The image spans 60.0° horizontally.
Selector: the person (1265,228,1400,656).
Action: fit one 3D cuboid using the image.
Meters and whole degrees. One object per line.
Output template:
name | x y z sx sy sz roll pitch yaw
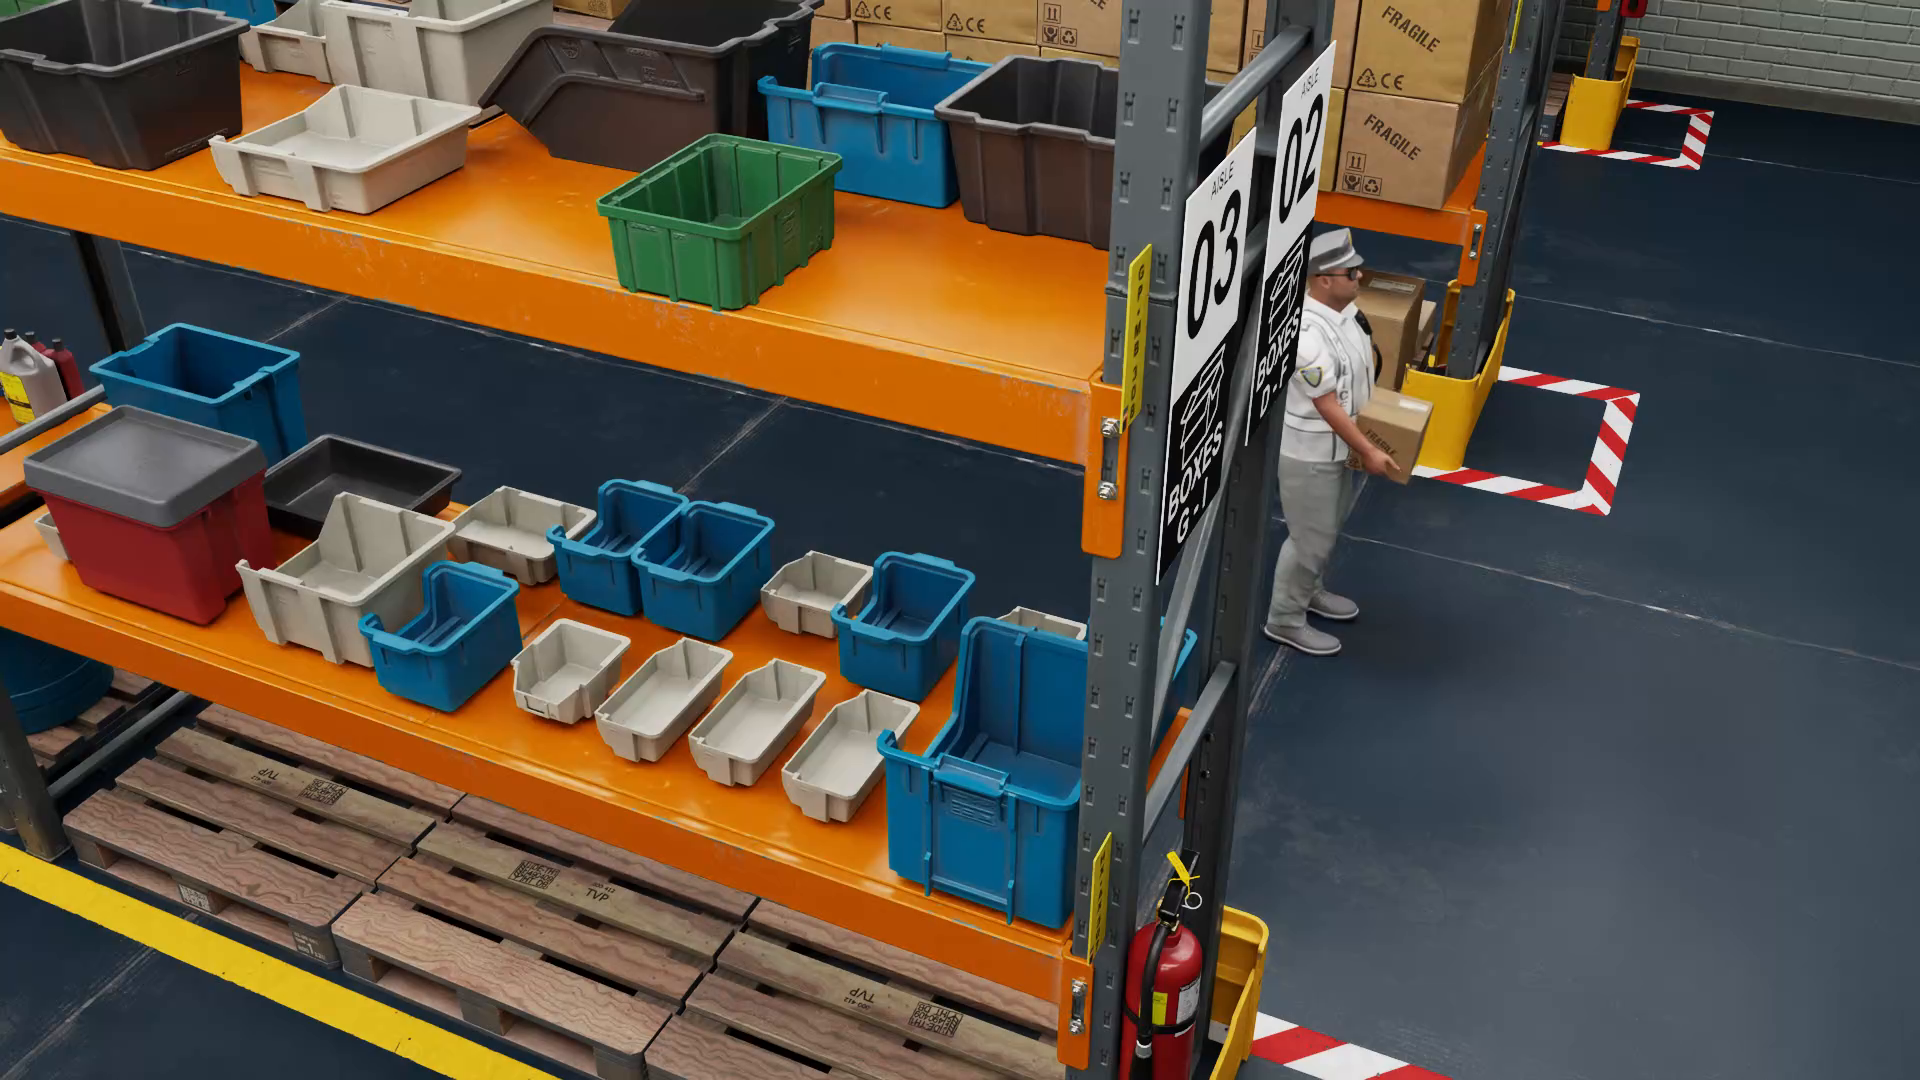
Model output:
person | 1.525 -0.391 6.701 0.555 1.776 0.503 14 36 20
